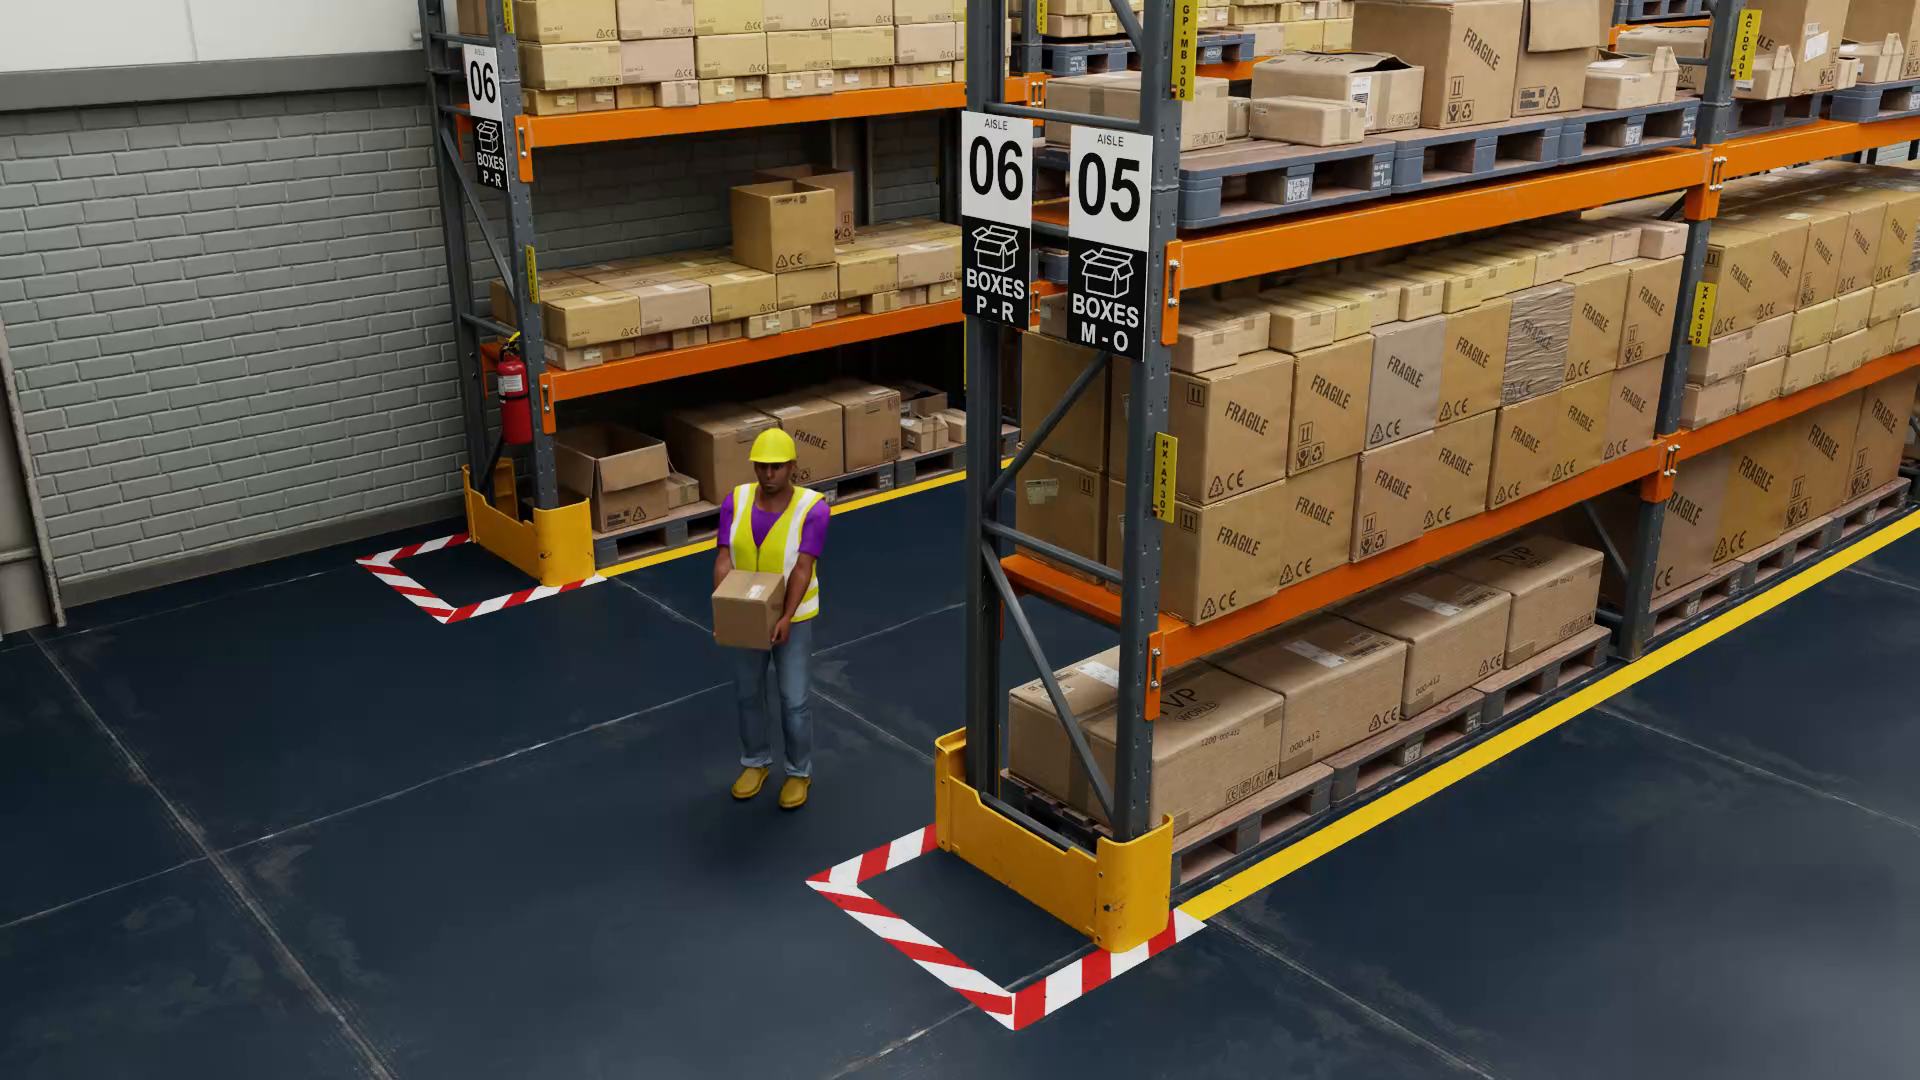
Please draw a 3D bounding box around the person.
[{"bbox_3d":[-0.868,0.382,7.549,0.504,1.762,0.565,5,21,12],"label":"person"}]
